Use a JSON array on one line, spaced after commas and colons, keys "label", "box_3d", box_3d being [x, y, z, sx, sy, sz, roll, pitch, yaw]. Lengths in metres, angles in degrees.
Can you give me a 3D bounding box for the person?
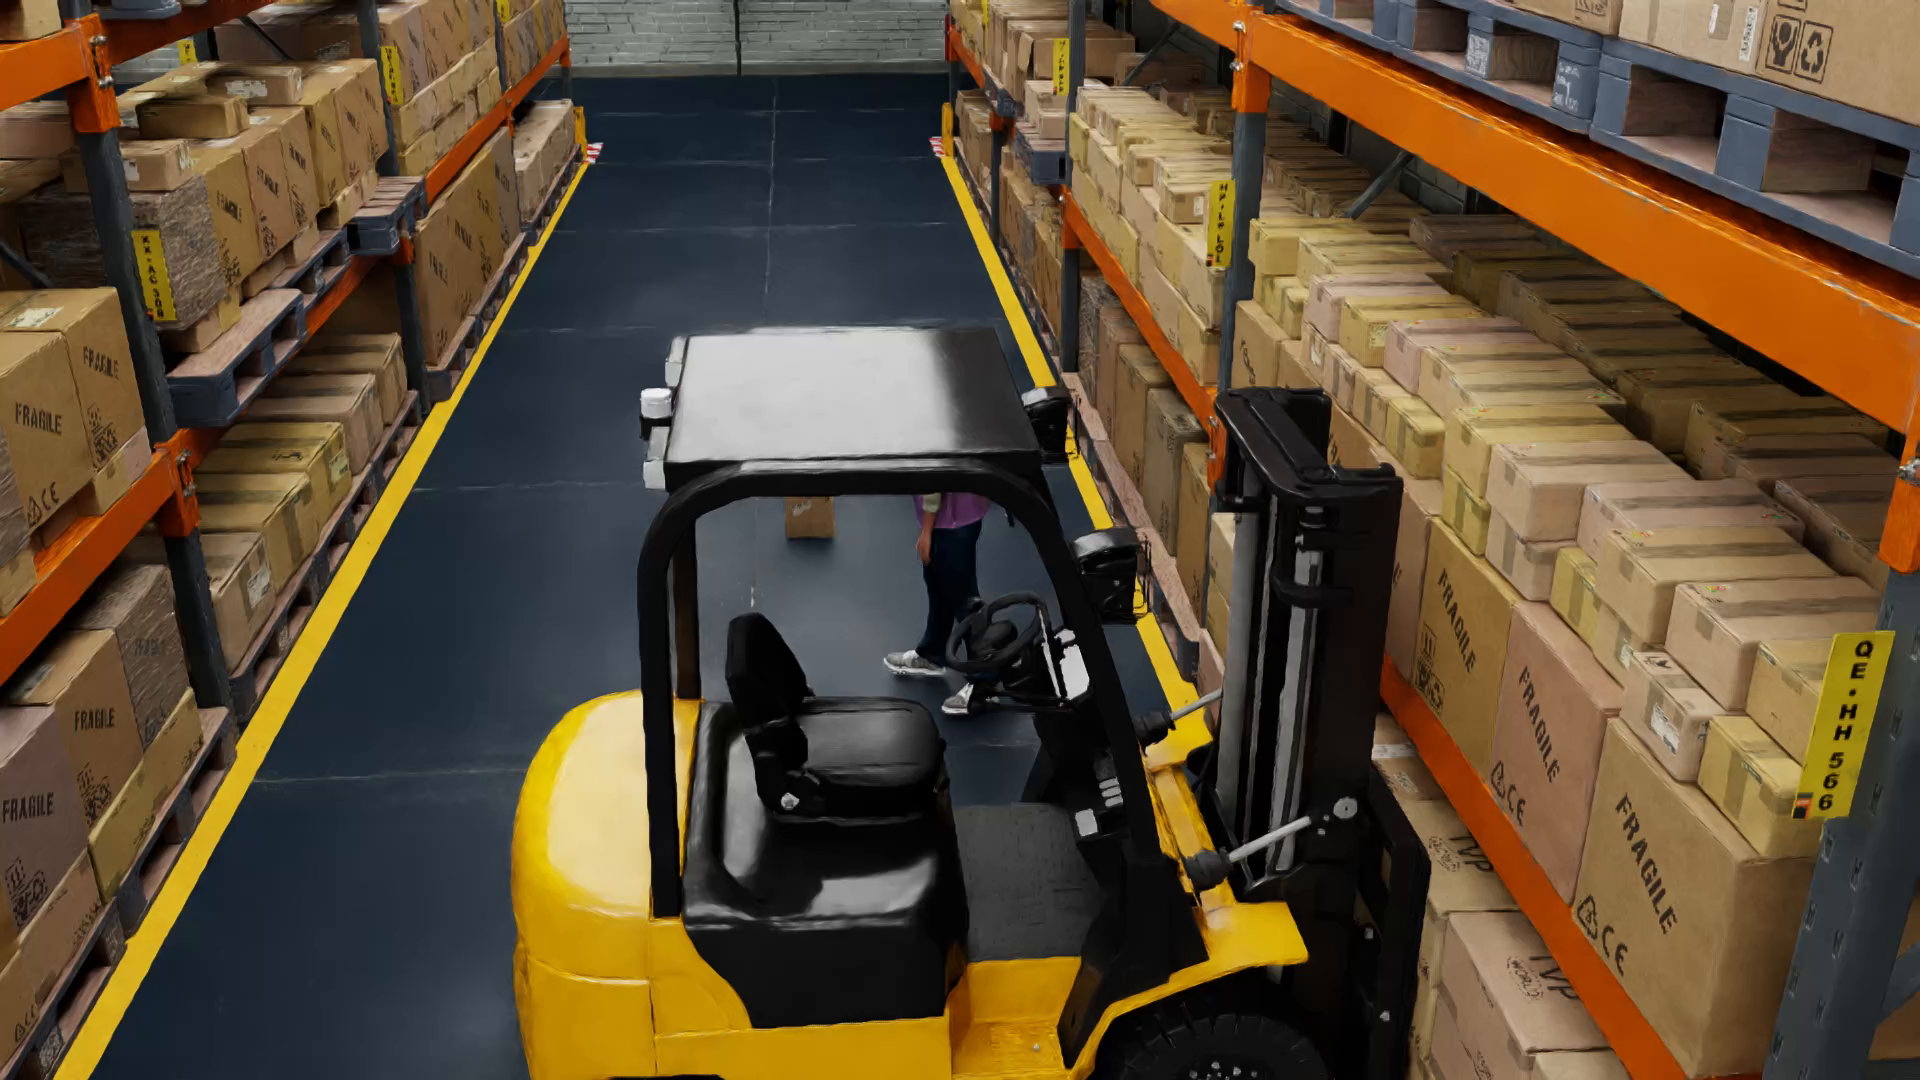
[{"label": "person", "box_3d": [-0.079, -0.109, 6.798, 0.532, 1.591, 0.550, 3, 24, 6]}]
